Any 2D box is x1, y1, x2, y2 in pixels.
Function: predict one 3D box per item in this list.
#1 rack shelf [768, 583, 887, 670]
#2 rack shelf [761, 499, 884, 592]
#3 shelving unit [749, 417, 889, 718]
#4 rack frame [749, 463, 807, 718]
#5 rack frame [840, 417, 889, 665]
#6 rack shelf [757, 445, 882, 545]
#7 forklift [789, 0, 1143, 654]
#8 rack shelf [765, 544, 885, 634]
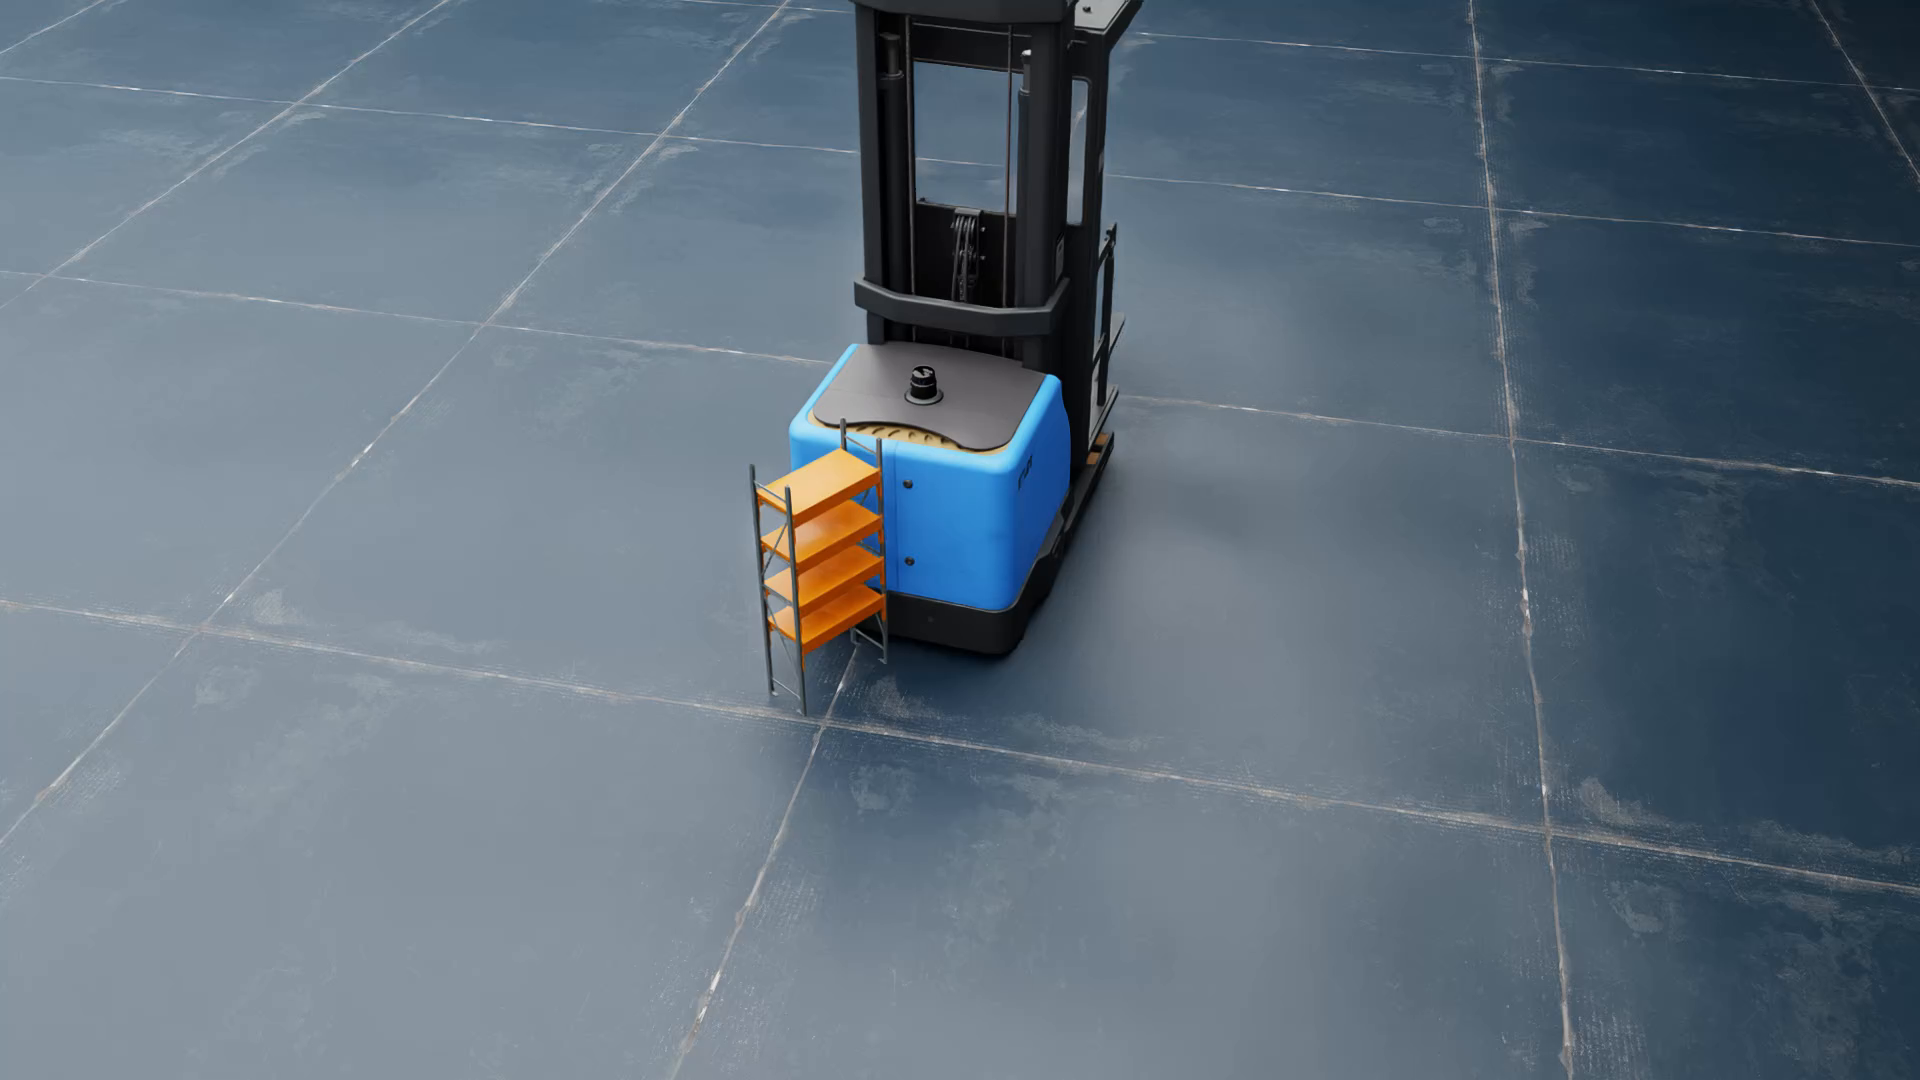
[{"bbox_3d":[-0.580,0.343,7.207,0.258,0.148,0.480,30,46,35],"label":"rack shelf"},{"bbox_3d":[-0.580,0.001,6.959,0.258,0.148,0.480,30,46,35],"label":"rack shelf"},{"bbox_3d":[-0.580,0.128,7.051,0.258,1.200,0.503,30,46,35],"label":"shelving unit"},{"bbox_3d":[-0.752,0.229,6.911,0.240,1.200,0.015,30,46,35],"label":"rack frame"},{"bbox_3d":[-0.409,0.026,7.191,0.240,1.200,0.015,30,46,35],"label":"rack frame"},{"bbox_3d":[-0.580,-0.190,6.821,0.258,0.148,0.480,30,46,35],"label":"rack shelf"},{"bbox_3d":[0.181,-1.542,7.881,1.130,2.935,3.031,11,37,14],"label":"forklift"},{"bbox_3d":[-0.580,0.182,7.091,0.258,0.148,0.480,30,46,35],"label":"rack shelf"}]
